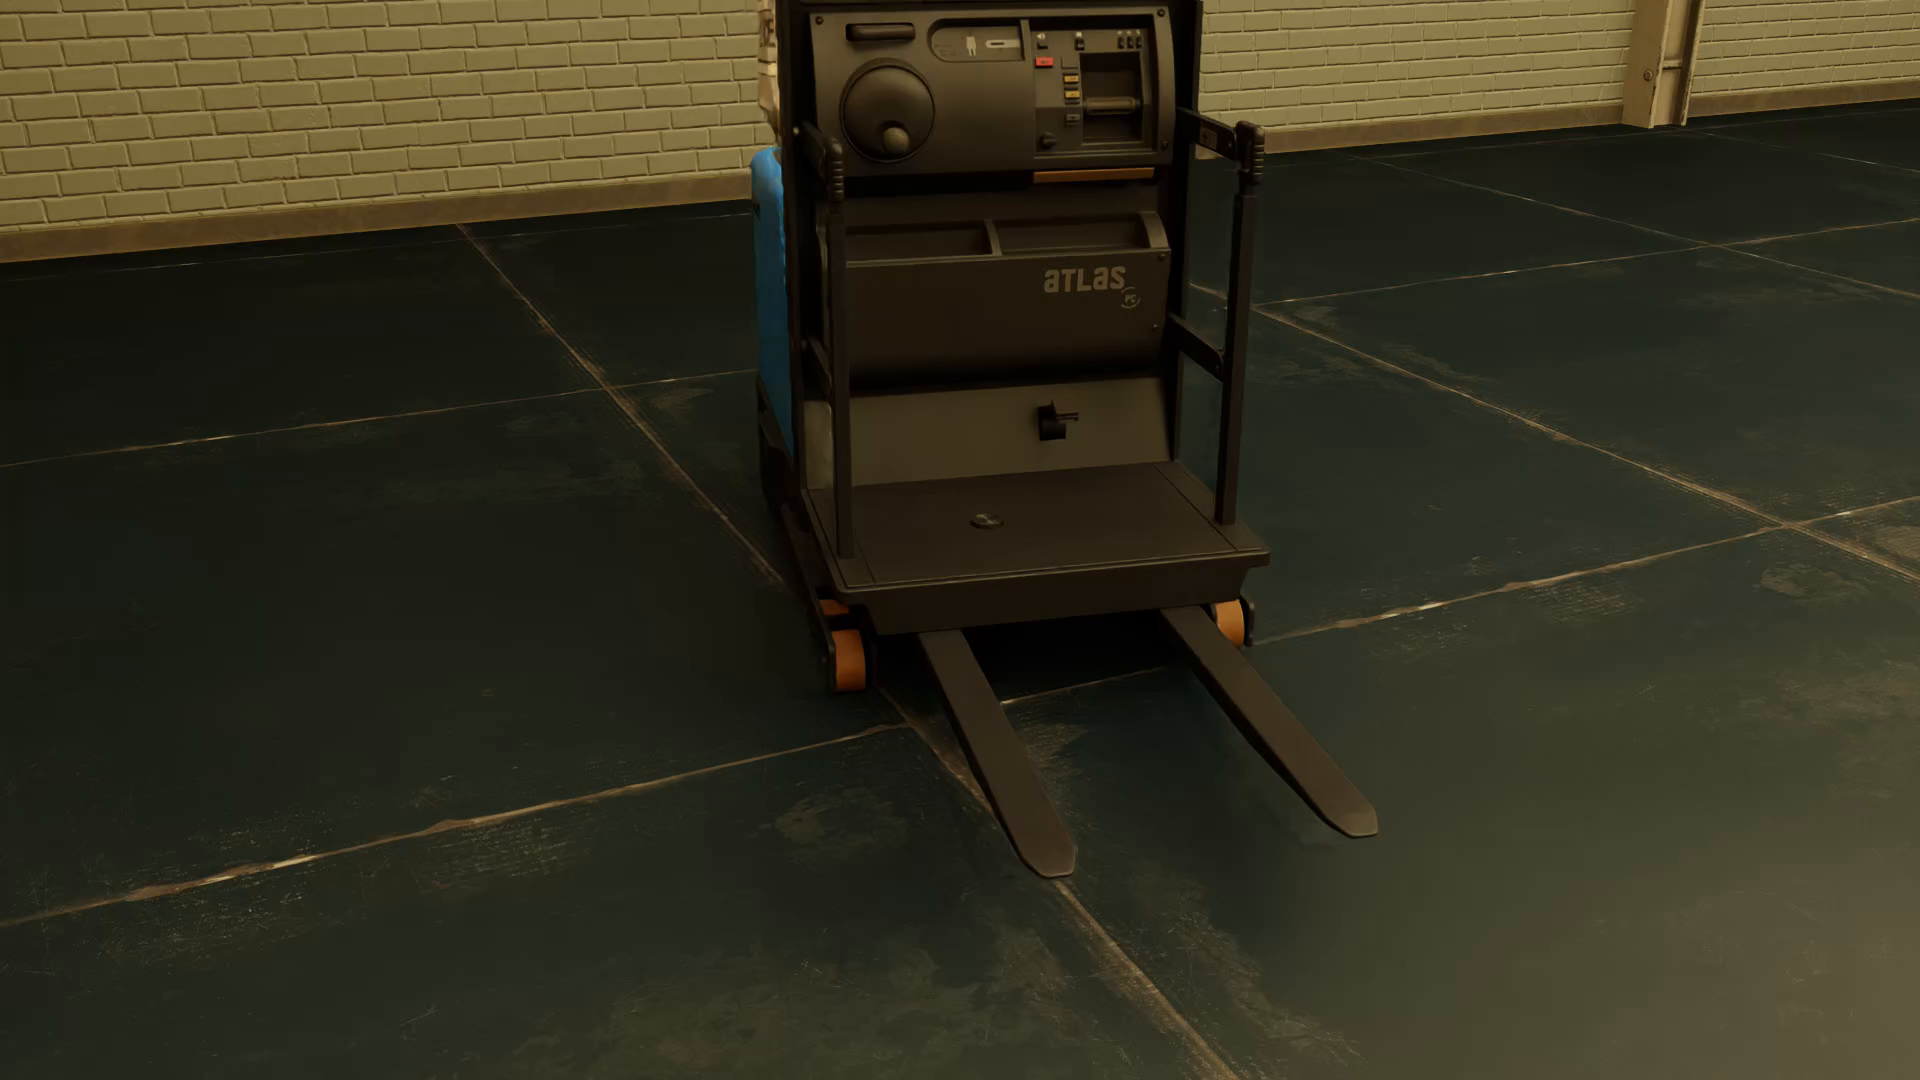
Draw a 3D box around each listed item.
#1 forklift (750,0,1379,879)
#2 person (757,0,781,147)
[{"bbox_3d":[0.139,-1.126,3.995,1.130,2.935,3.031,-5,23,-12],"label":"forklift"},{"bbox_3d":[-0.643,-2.014,7.662,0.541,1.759,0.720,-9,24,-20],"label":"person"}]
